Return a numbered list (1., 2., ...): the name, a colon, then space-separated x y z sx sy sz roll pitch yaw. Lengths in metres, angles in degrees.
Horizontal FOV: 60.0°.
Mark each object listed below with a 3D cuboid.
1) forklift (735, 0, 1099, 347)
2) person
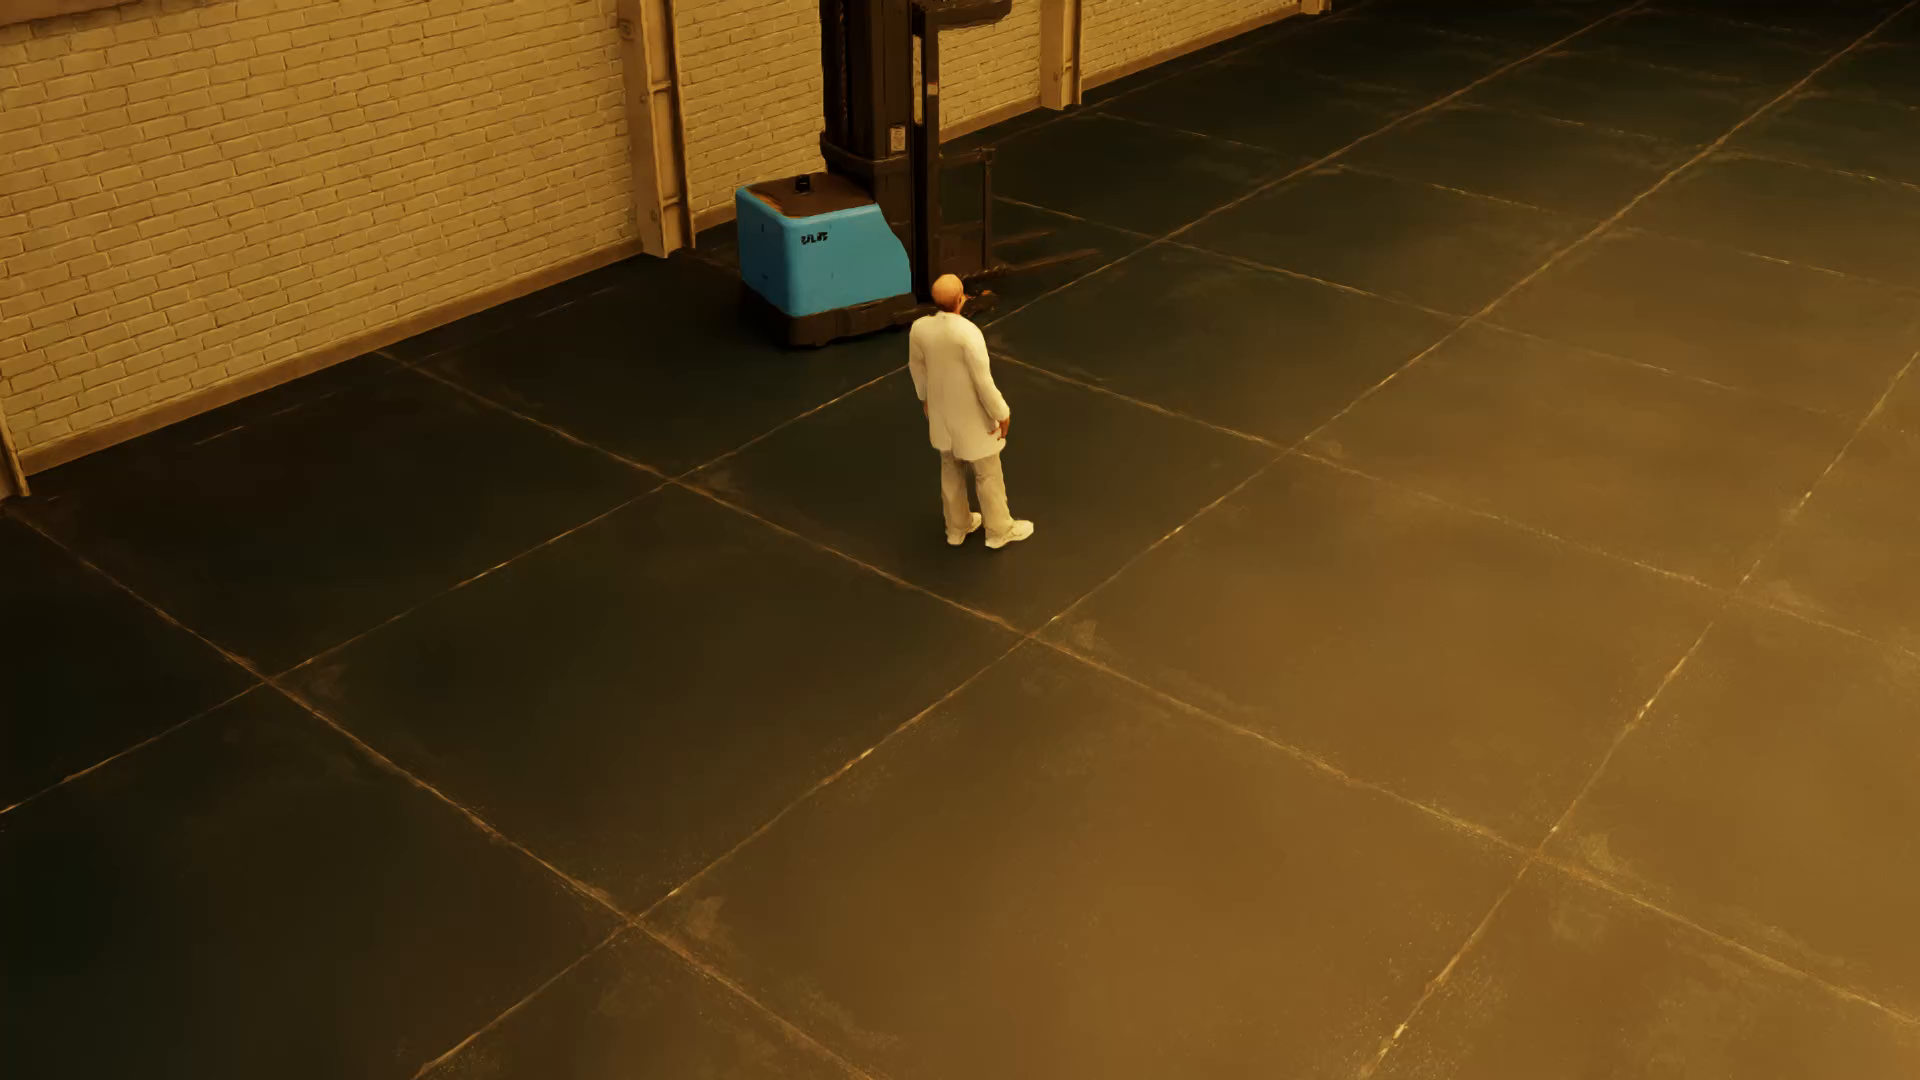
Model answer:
1. forklift: -0.266 -3.318 13.274 3.031 2.935 1.130 -17 34 -26
2. person: 0.061 -0.808 10.106 0.694 1.776 0.579 22 37 33
